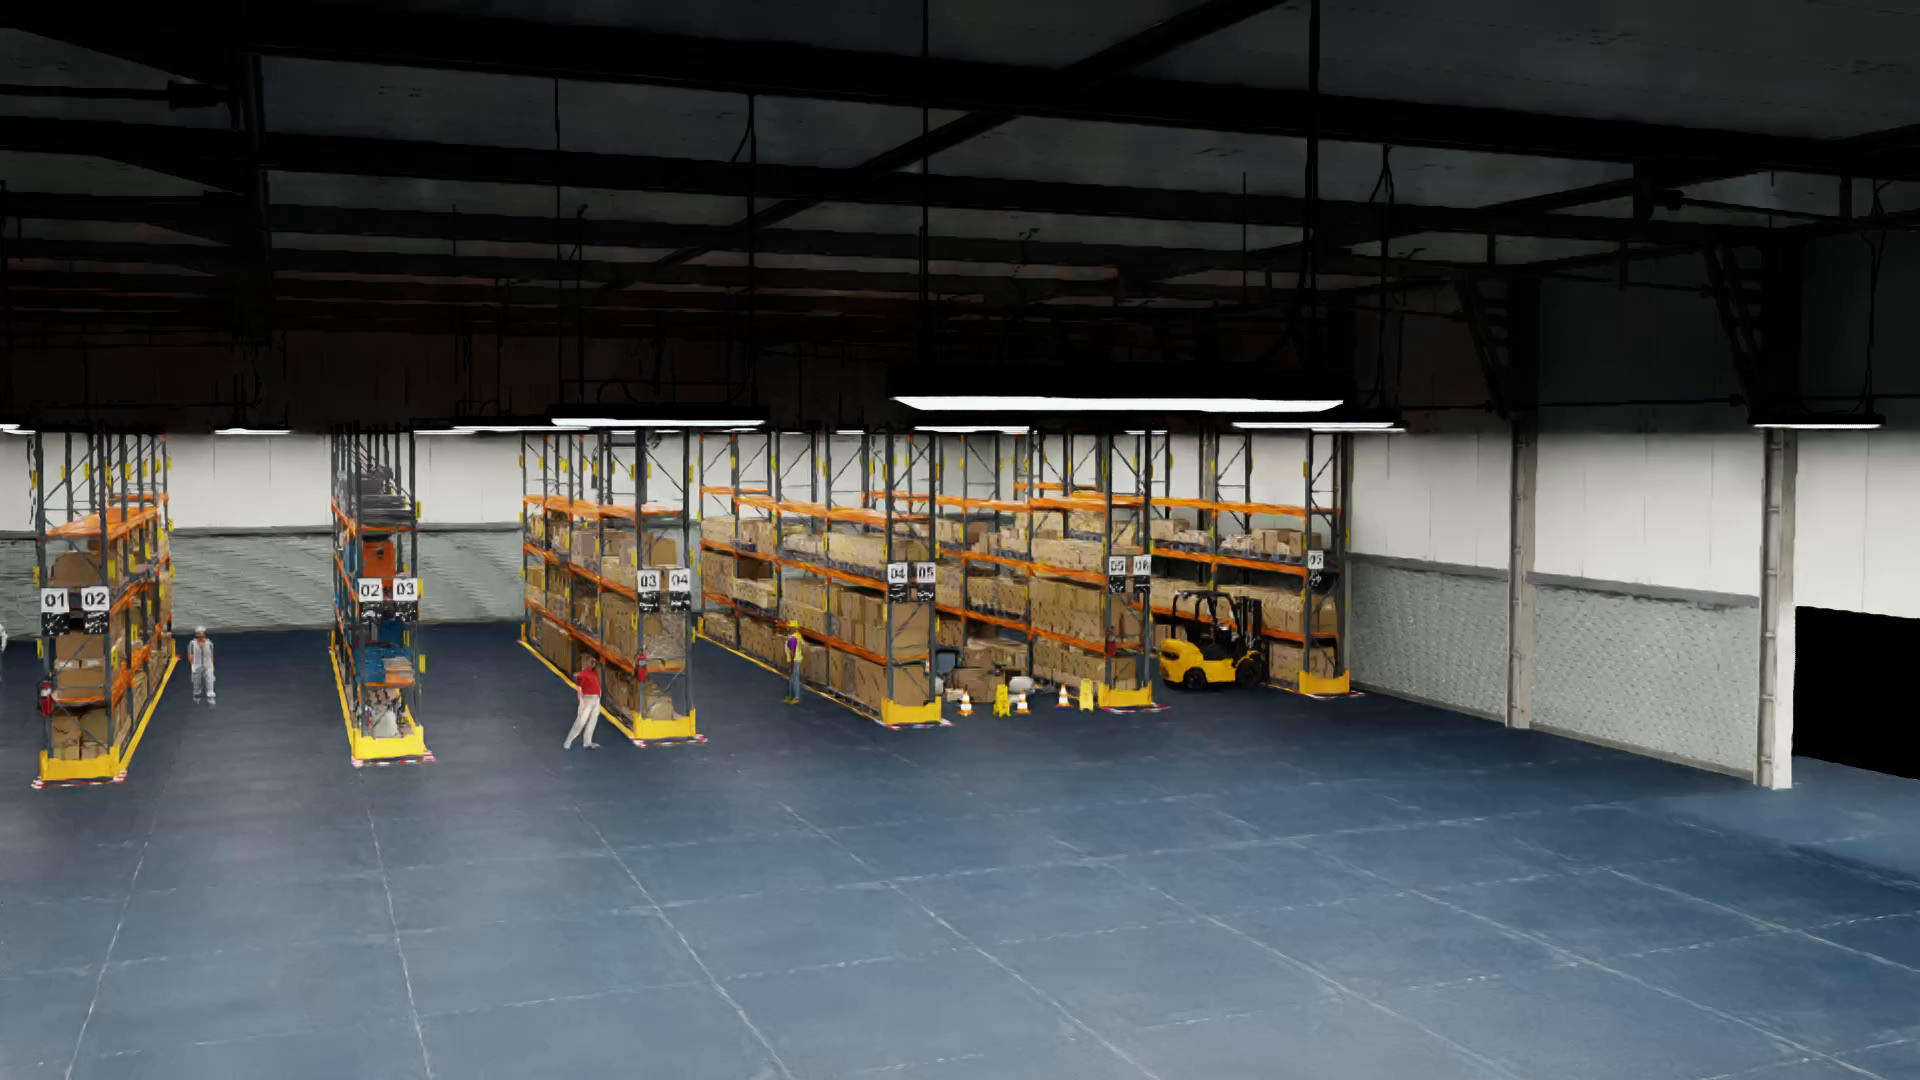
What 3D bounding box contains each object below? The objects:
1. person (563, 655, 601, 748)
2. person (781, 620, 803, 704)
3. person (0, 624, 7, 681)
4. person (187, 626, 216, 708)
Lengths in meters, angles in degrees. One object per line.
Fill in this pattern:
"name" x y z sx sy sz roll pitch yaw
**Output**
"person" -6.910 2.963 30.433 0.547 1.718 0.729 2 4 26
"person" -3.610 2.598 35.626 0.502 1.764 0.624 0 4 5
"person" -22.541 2.496 38.711 0.639 1.632 0.512 -2 4 -25
"person" -15.946 2.662 34.960 0.528 1.727 1.030 -2 4 -30
